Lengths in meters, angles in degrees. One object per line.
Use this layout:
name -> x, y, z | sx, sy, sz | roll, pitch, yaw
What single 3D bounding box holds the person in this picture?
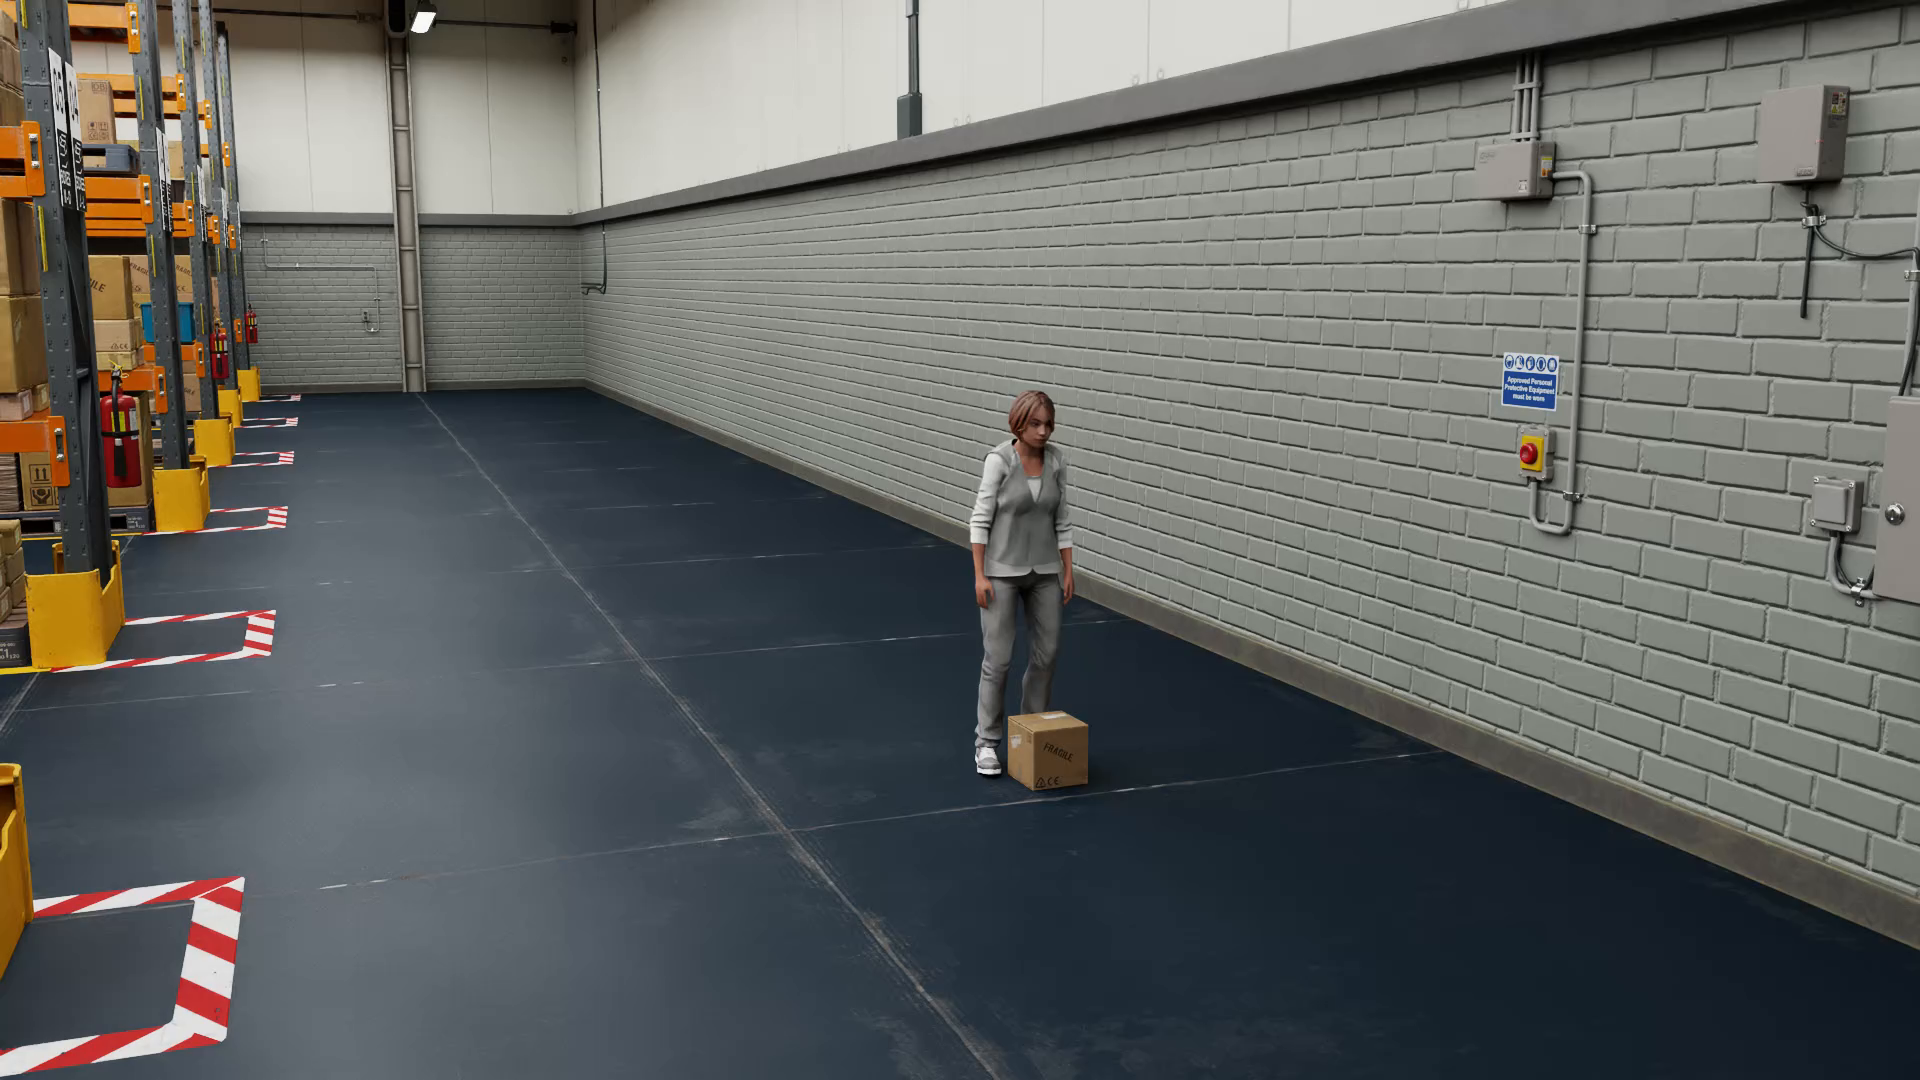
person -> 0.264, 0.168, 6.959 | 0.465, 1.592, 0.348 | -4, 10, -21
